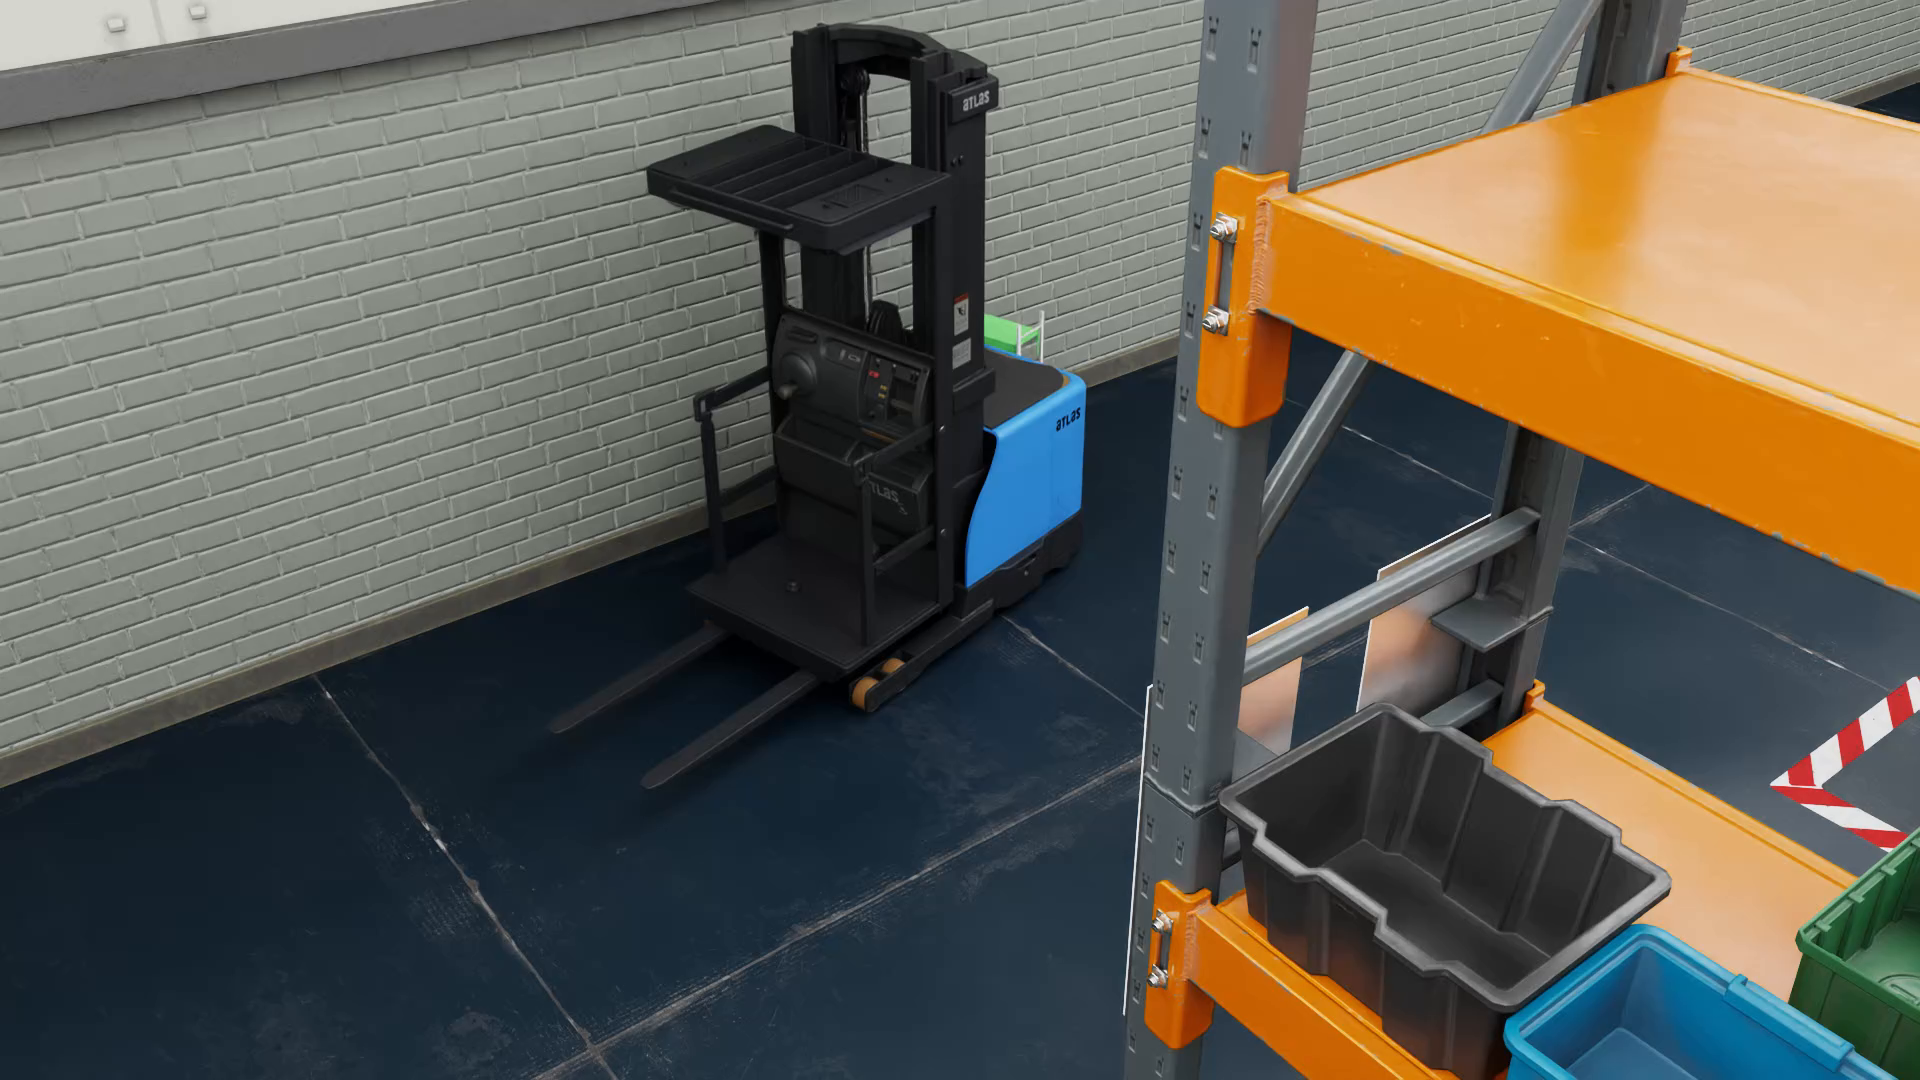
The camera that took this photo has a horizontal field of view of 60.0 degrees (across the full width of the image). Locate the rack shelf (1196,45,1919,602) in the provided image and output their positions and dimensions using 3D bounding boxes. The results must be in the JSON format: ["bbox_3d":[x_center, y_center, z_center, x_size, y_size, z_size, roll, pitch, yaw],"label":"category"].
[{"bbox_3d":[1.977,0.318,1.270,1.077,0.370,4.000,-22,38,-31],"label":"rack shelf"}]

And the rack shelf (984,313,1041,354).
[{"bbox_3d":[0.180,-1.107,9.107,0.480,0.148,0.258,21,38,30],"label":"rack shelf"}]

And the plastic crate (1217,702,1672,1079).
[{"bbox_3d":[0.767,0.589,2.739,0.497,0.269,0.590,-22,38,-31],"label":"plastic crate"}]

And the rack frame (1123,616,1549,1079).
[{"bbox_3d":[0.751,1.557,3.899,1.000,3.000,0.127,-22,38,-31],"label":"rack frame"}]

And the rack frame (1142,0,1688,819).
[{"bbox_3d":[0.751,-0.991,2.317,1.000,3.000,0.127,-22,38,-31],"label":"rack frame"}]

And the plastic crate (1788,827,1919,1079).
[{"bbox_3d":[1.581,0.692,2.651,0.450,0.188,0.336,-22,38,-31],"label":"plastic crate"}]

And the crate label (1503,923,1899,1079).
[{"bbox_3d":[1.061,0.835,2.360,0.408,0.251,0.502,-22,38,-31],"label":"crate label"}]

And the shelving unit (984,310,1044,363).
[{"bbox_3d":[0.180,-0.754,9.327,0.503,1.200,0.258,21,38,30],"label":"shelving unit"}]

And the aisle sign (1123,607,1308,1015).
[{"bbox_3d":[0.472,0.519,3.107,0.394,0.787,0.004,-22,38,-31],"label":"aisle sign"}]

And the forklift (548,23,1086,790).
[{"bbox_3d":[-0.647,-0.722,7.635,1.130,2.935,3.031,23,39,32],"label":"forklift"}]

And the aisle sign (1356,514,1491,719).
[{"bbox_3d":[0.938,0.328,3.414,0.394,0.787,0.004,-22,38,-31],"label":"aisle sign"}]

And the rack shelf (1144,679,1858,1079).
[{"bbox_3d":[1.977,1.422,1.956,1.077,0.370,4.000,-22,38,-31],"label":"rack shelf"}]

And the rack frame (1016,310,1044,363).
[{"bbox_3d":[0.377,-0.678,9.204,0.015,1.200,0.240,21,38,30],"label":"rack frame"}]
